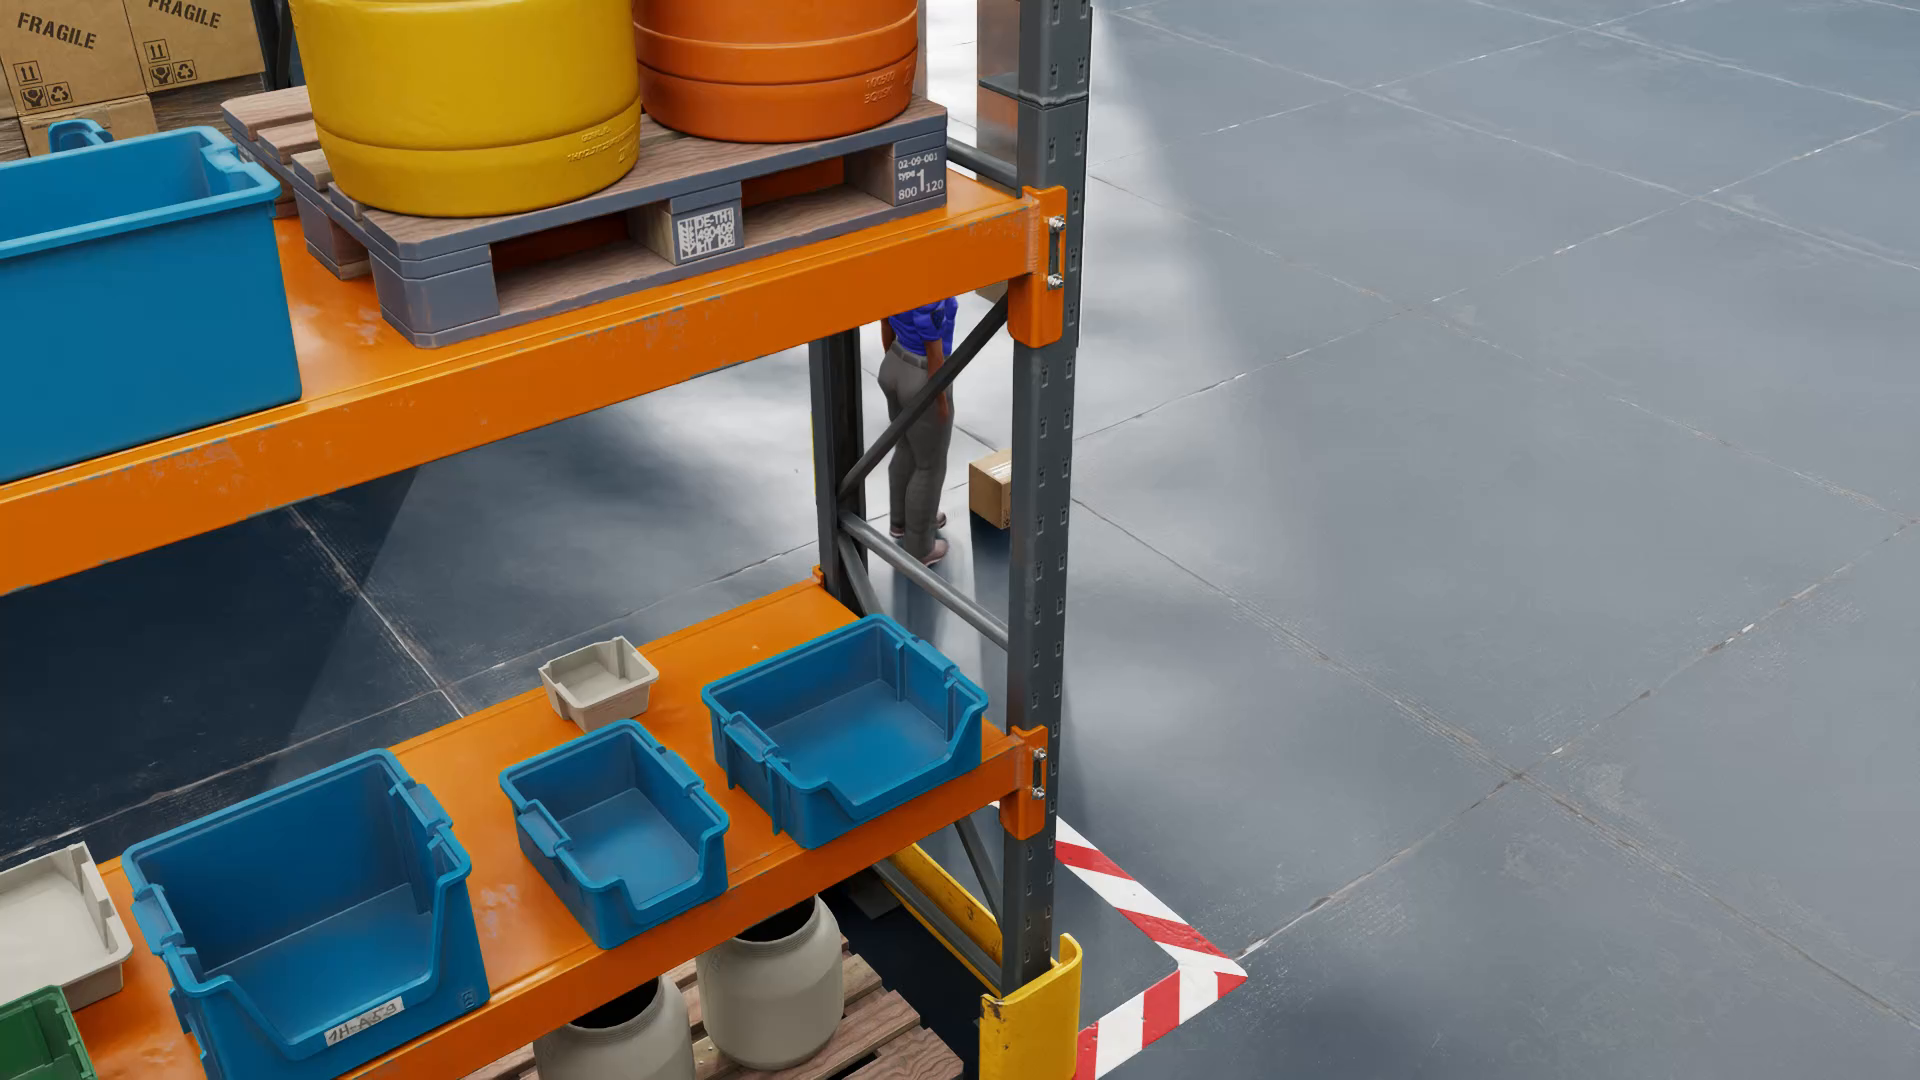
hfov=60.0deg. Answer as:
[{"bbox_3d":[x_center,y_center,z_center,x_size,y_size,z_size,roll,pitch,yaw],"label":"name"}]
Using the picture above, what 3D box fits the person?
[{"bbox_3d":[-0.175,-0.680,7.235,0.387,1.678,0.441,-21,38,-29],"label":"person"}]
